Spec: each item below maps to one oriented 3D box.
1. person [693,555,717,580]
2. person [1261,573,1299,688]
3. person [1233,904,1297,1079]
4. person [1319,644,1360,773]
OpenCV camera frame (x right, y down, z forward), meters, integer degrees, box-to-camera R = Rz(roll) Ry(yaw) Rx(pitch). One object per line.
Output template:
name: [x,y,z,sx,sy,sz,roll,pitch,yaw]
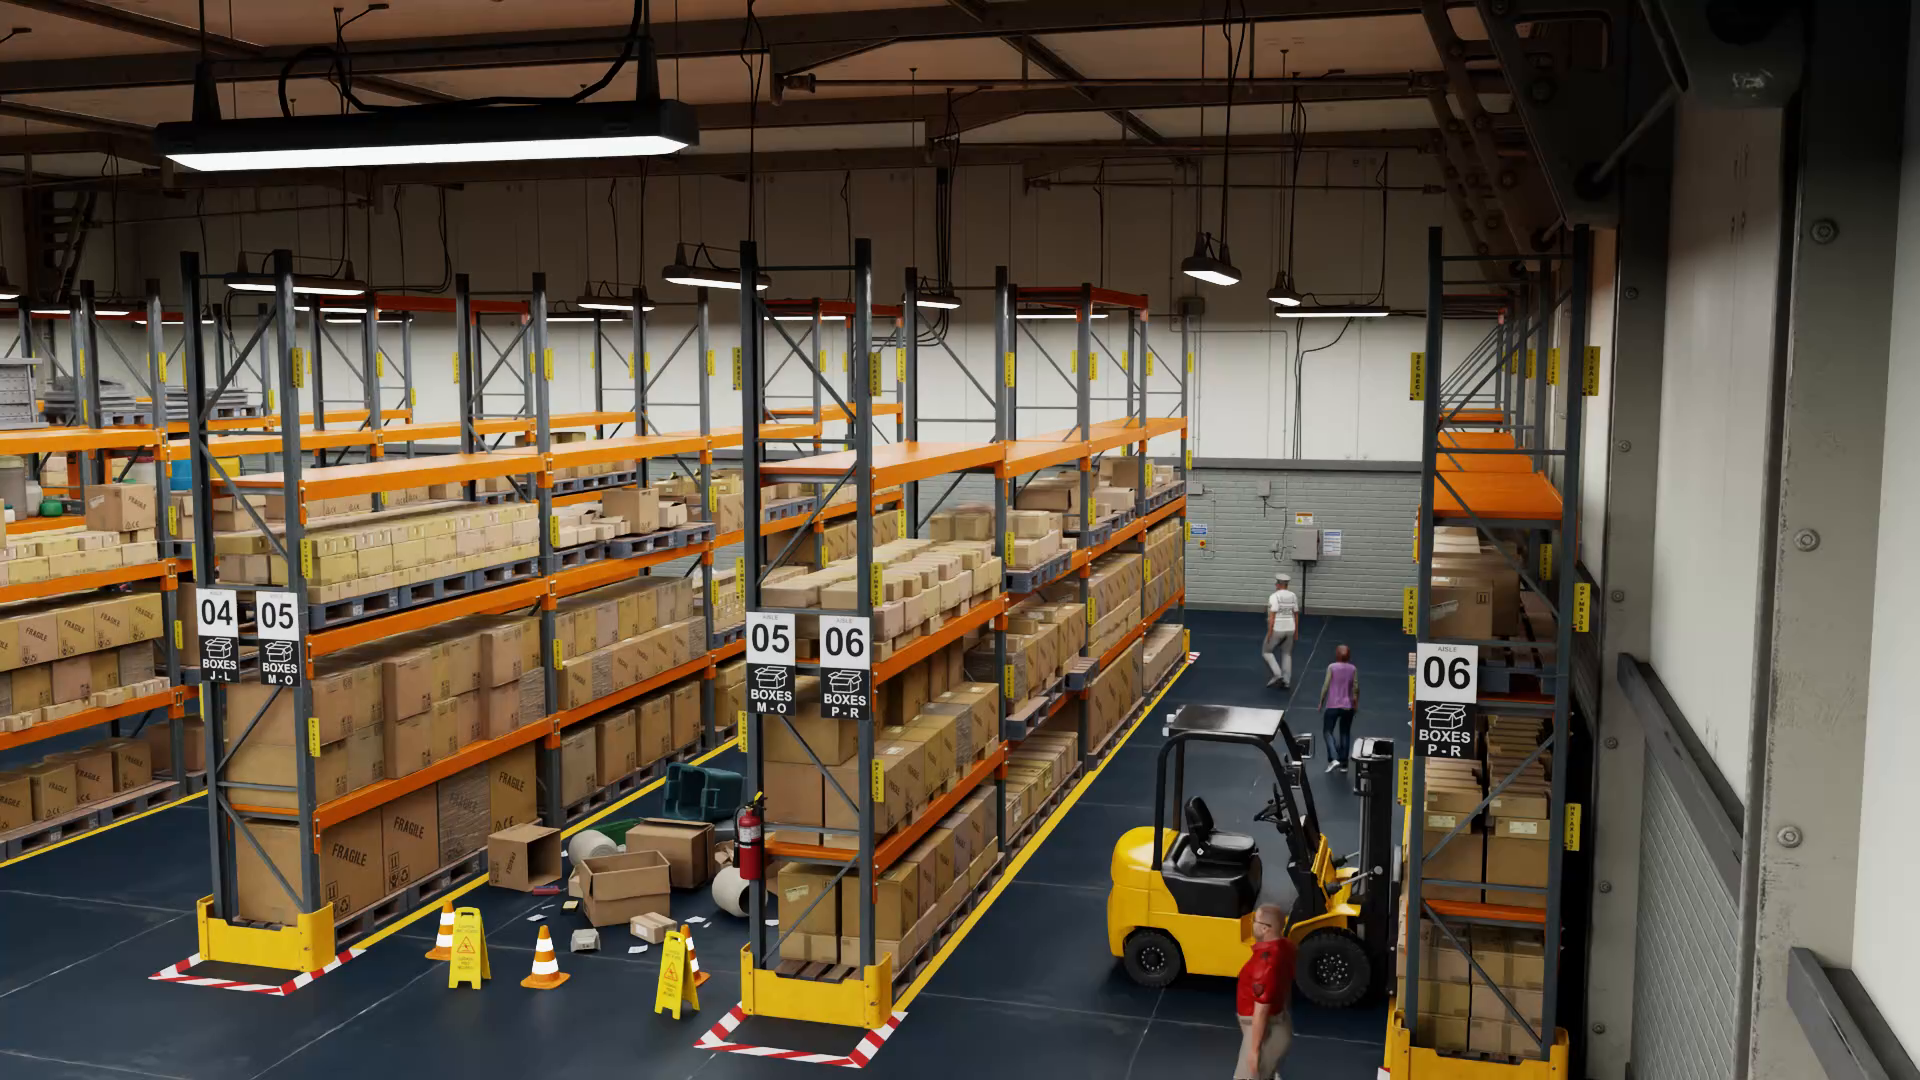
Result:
person: [-4.477,1.050,29.517,0.485,1.612,0.817,2,7,14]
person: [4.995,1.410,25.751,0.587,1.763,0.481,-3,7,-25]
person: [1.980,3.127,10.500,0.688,1.703,0.545,2,7,15]
person: [4.709,2.097,20.523,0.483,1.578,0.538,0,6,0]
